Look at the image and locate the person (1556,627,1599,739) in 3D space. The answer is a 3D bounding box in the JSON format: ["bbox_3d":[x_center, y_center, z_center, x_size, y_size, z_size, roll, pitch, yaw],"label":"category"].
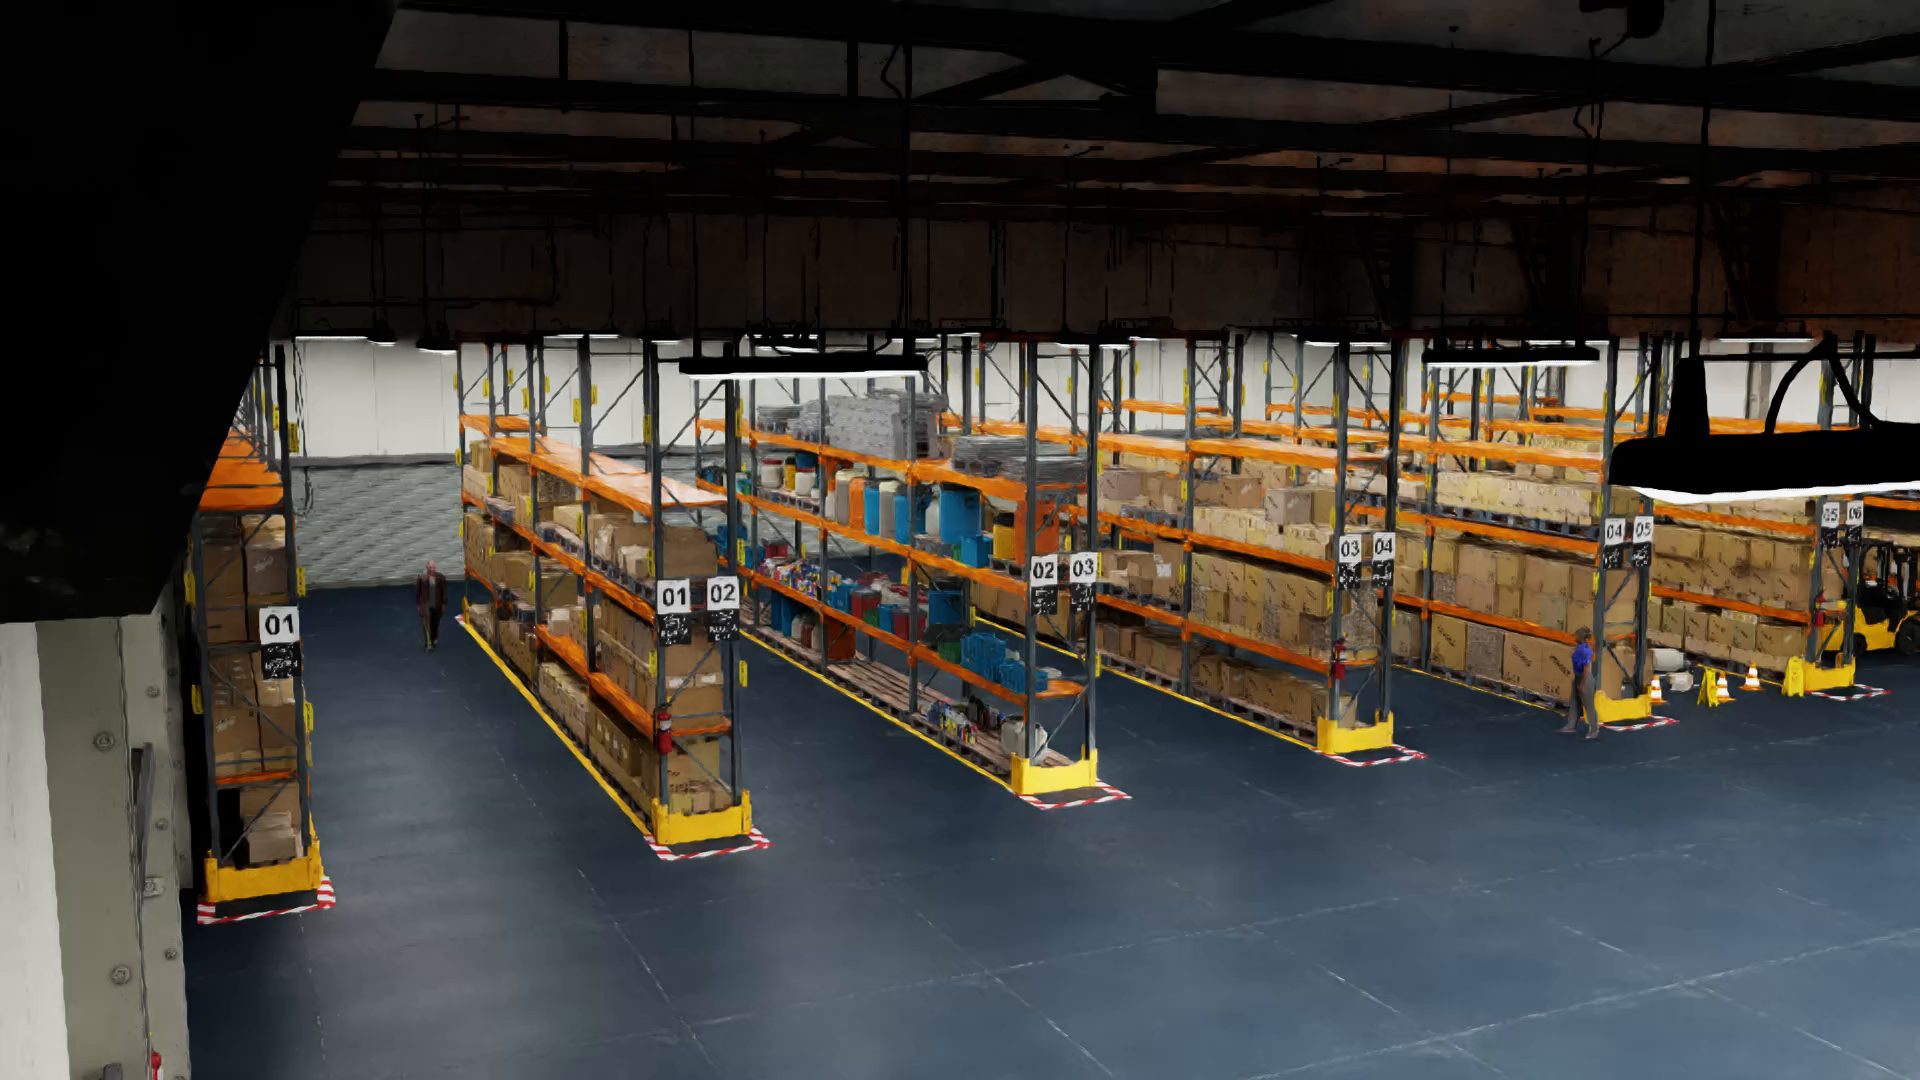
[{"bbox_3d":[9.345,2.129,25.071,0.555,1.650,0.588,0,8,1],"label":"person"}]

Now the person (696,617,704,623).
[{"bbox_3d":[-4.721,1.608,29.144,0.455,1.610,1.019,-4,9,-25],"label":"person"}]

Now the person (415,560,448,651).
[{"bbox_3d":[-10.035,1.213,31.633,0.588,1.700,1.193,-4,9,-26],"label":"person"}]
